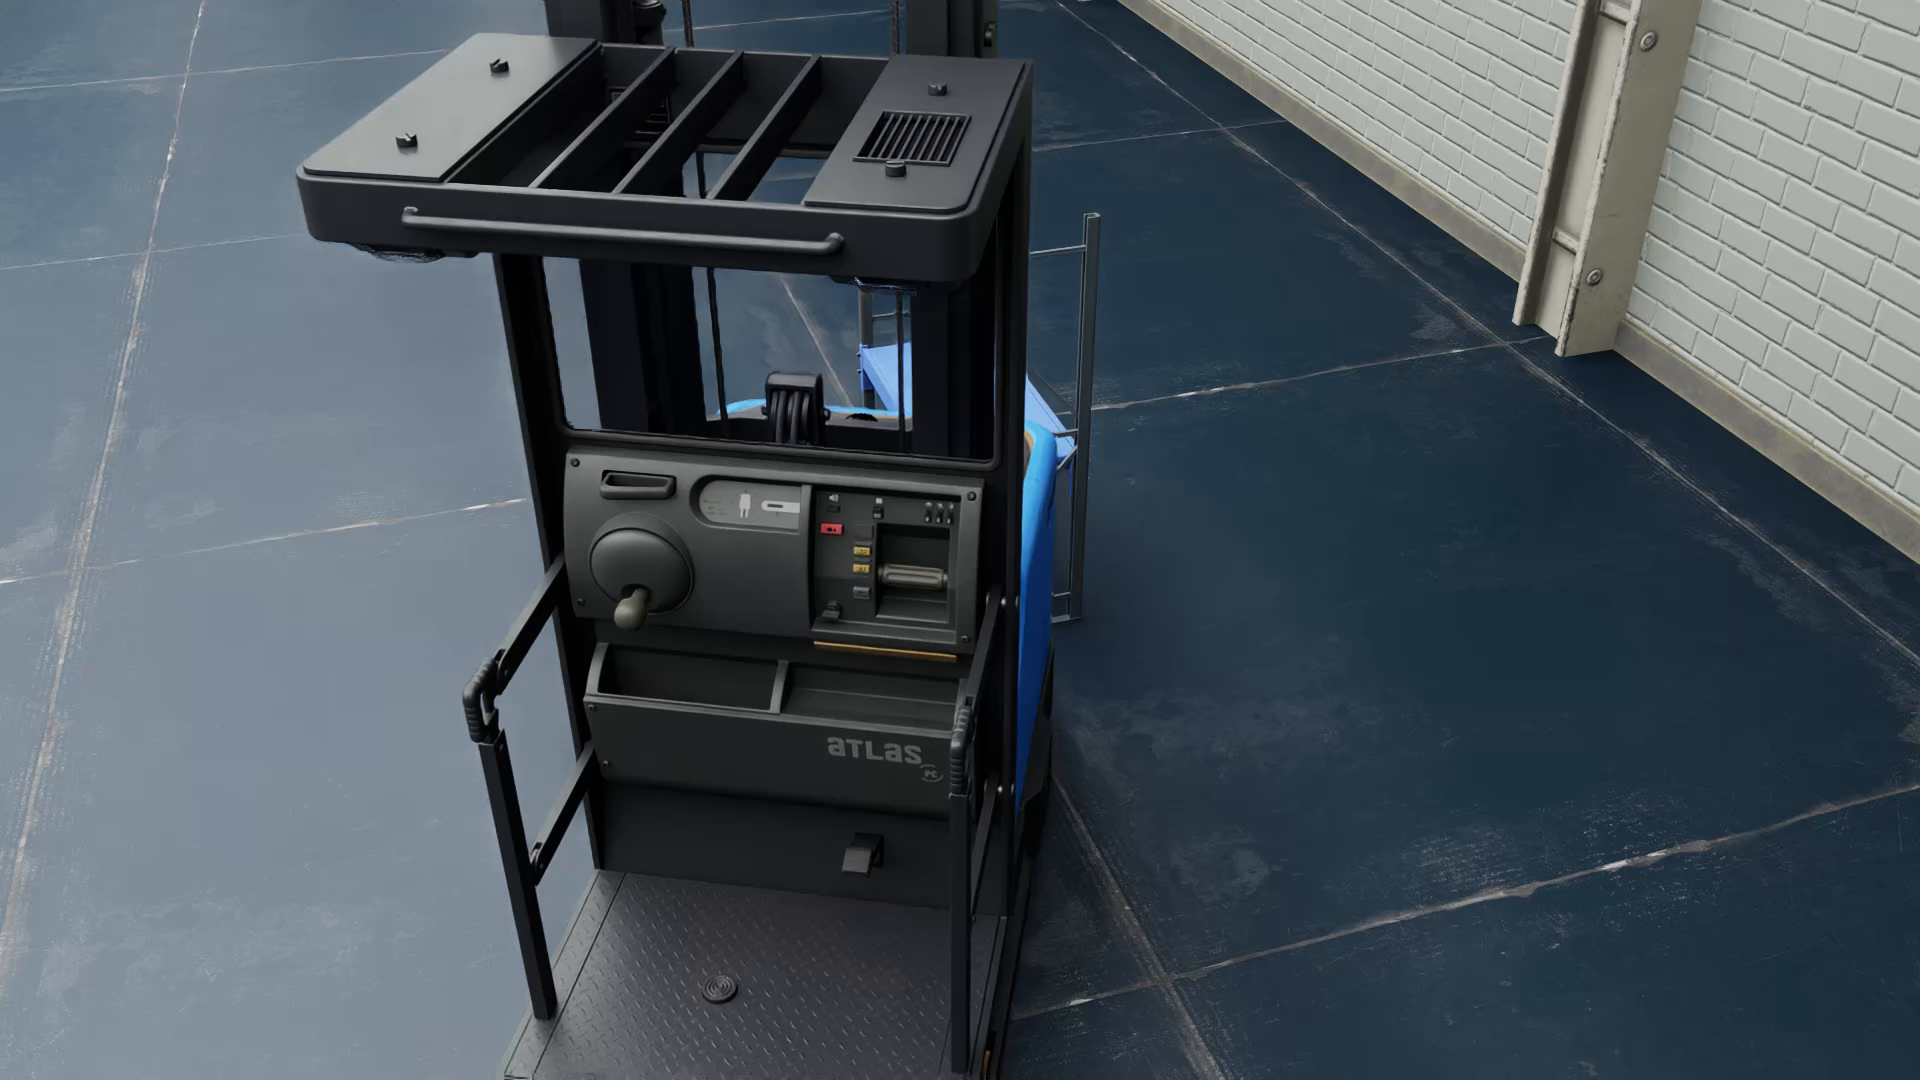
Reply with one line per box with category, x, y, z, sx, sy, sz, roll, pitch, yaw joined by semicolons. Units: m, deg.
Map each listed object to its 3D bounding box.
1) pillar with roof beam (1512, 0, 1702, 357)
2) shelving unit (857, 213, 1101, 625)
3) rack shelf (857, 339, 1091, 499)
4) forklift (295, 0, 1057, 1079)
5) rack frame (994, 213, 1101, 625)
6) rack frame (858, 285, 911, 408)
pillar with roof beam;-1.303;-3.984;4.116;9.100;9.000;0.400;-10;35;-15
shelving unit;0.026;-0.581;5.769;0.538;1.500;1.048;-10;35;-15
rack shelf;0.026;-0.431;5.868;0.538;0.185;1.000;-10;35;-15
forklift;-0.446;0.085;3.463;1.130;2.935;3.031;5;34;8
rack frame;0.181;-0.314;5.365;0.500;1.500;0.032;-10;35;-15
rack frame;-0.129;-0.848;6.173;0.500;1.500;0.032;-10;35;-15
